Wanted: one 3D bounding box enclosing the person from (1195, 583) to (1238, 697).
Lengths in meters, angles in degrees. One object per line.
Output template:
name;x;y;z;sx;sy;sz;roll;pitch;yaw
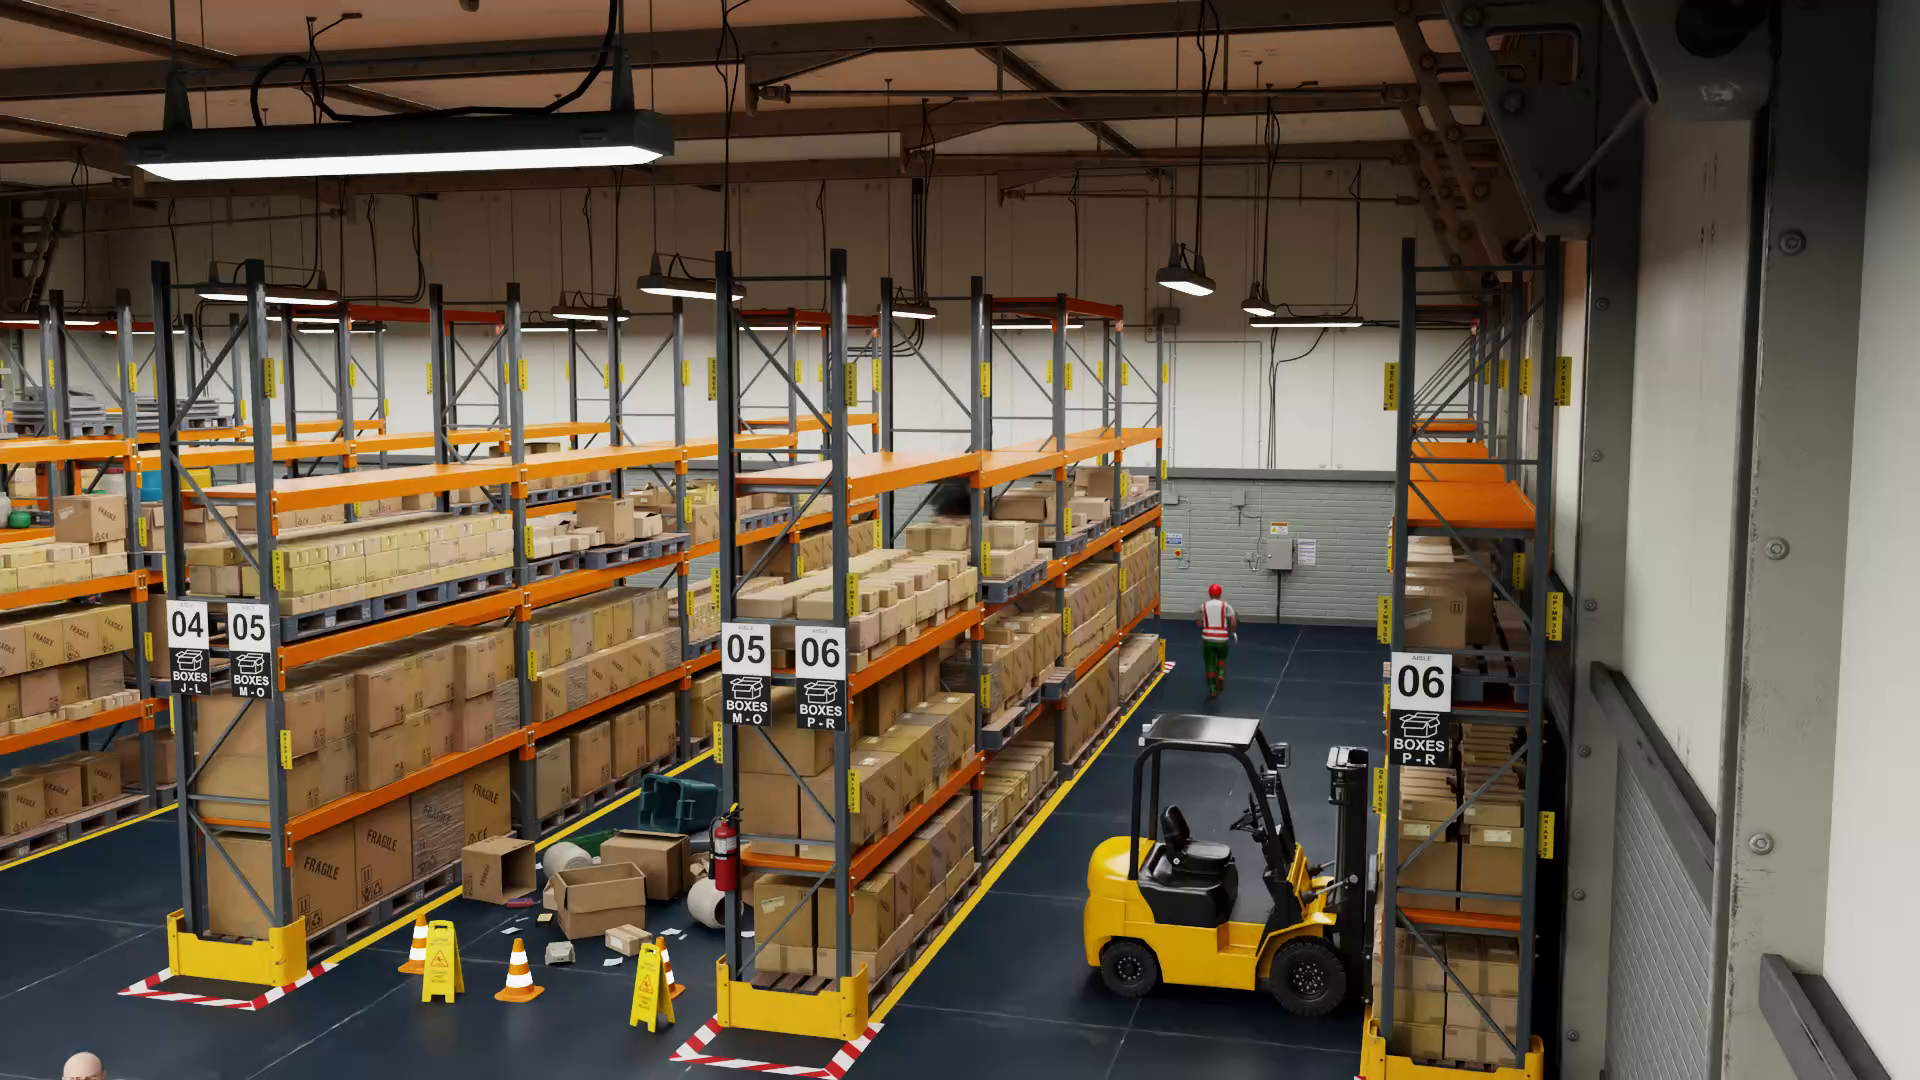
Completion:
person;4.016;1.539;26.023;0.662;1.736;0.674;1;6;11

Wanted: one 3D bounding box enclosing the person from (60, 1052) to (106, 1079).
person;-4.304;3.408;8.232;0.701;1.805;0.918;-3;7;-26
